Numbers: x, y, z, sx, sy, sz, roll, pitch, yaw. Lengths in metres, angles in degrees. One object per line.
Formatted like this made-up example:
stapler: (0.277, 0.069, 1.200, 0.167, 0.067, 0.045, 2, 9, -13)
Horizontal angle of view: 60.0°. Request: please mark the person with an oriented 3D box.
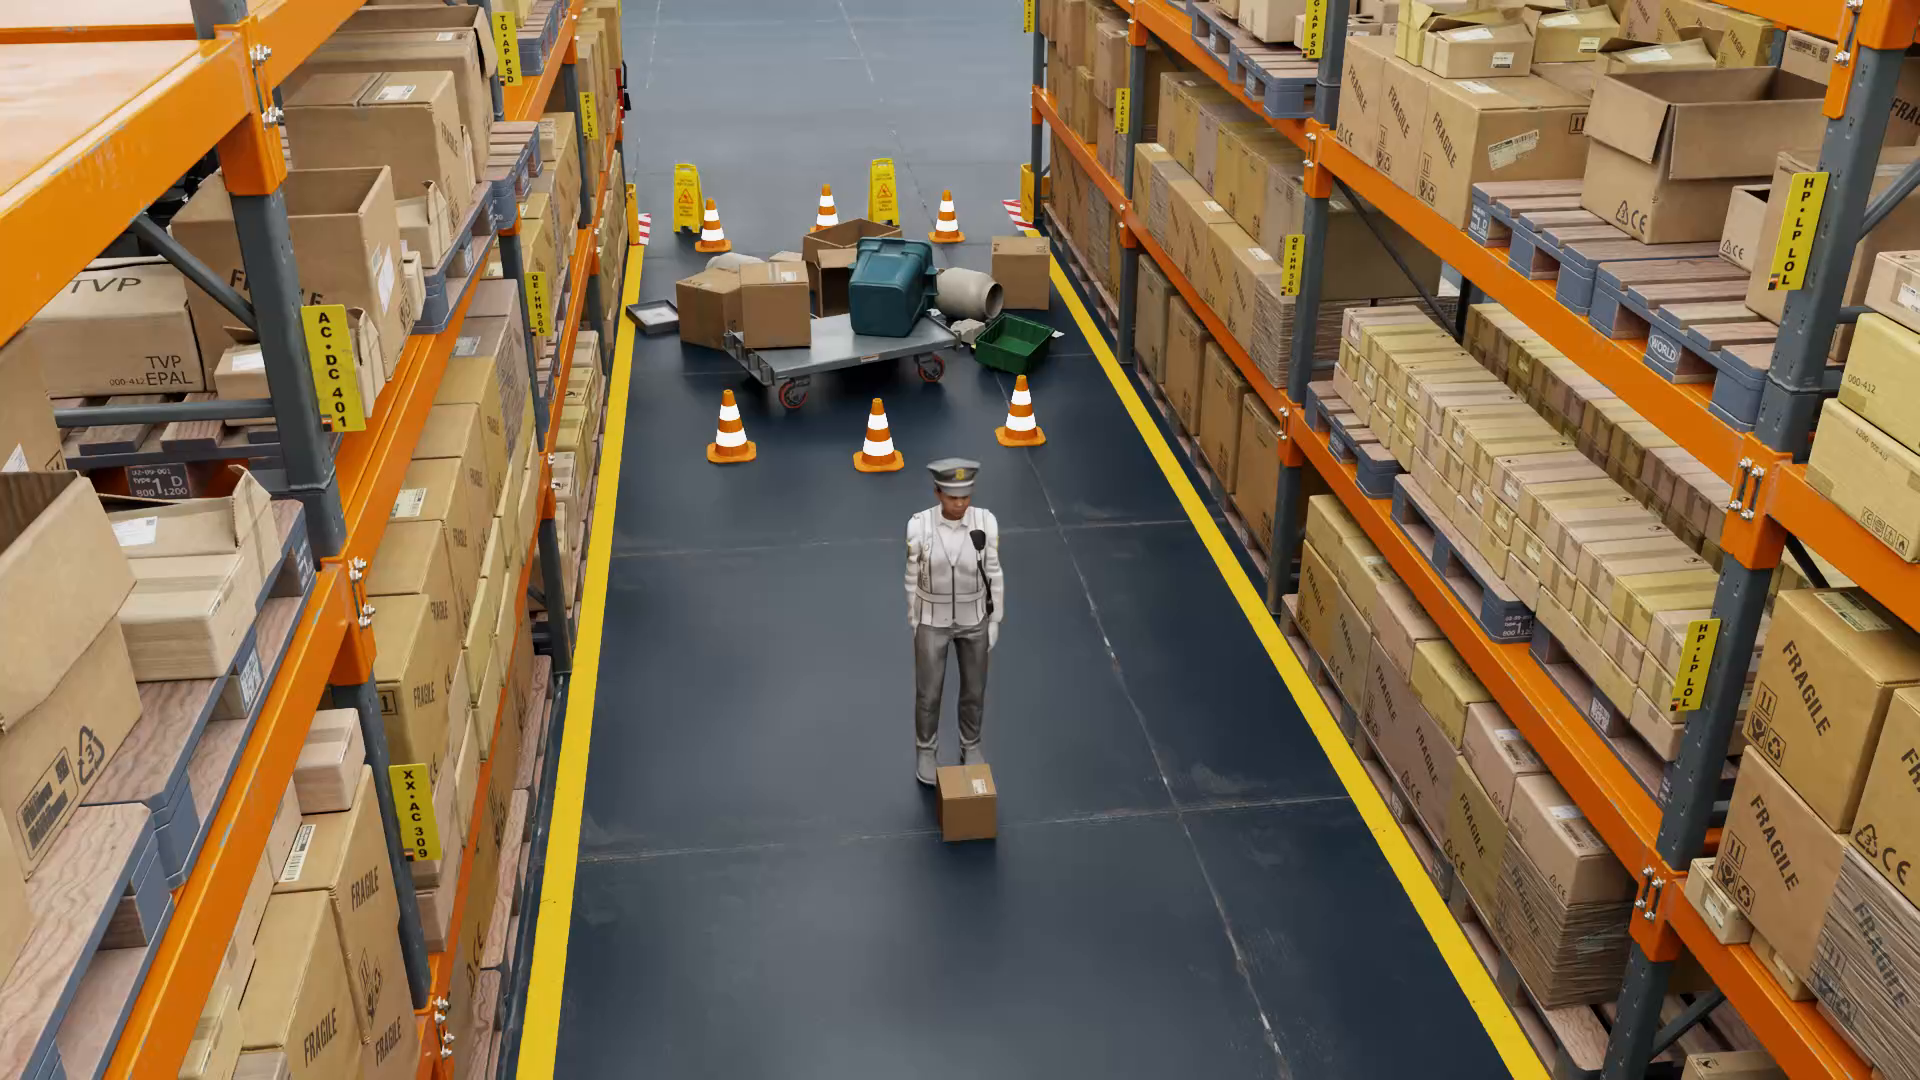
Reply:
person: (-0.024, 0.388, 7.858, 0.466, 1.675, 0.337, -3, 27, -6)
